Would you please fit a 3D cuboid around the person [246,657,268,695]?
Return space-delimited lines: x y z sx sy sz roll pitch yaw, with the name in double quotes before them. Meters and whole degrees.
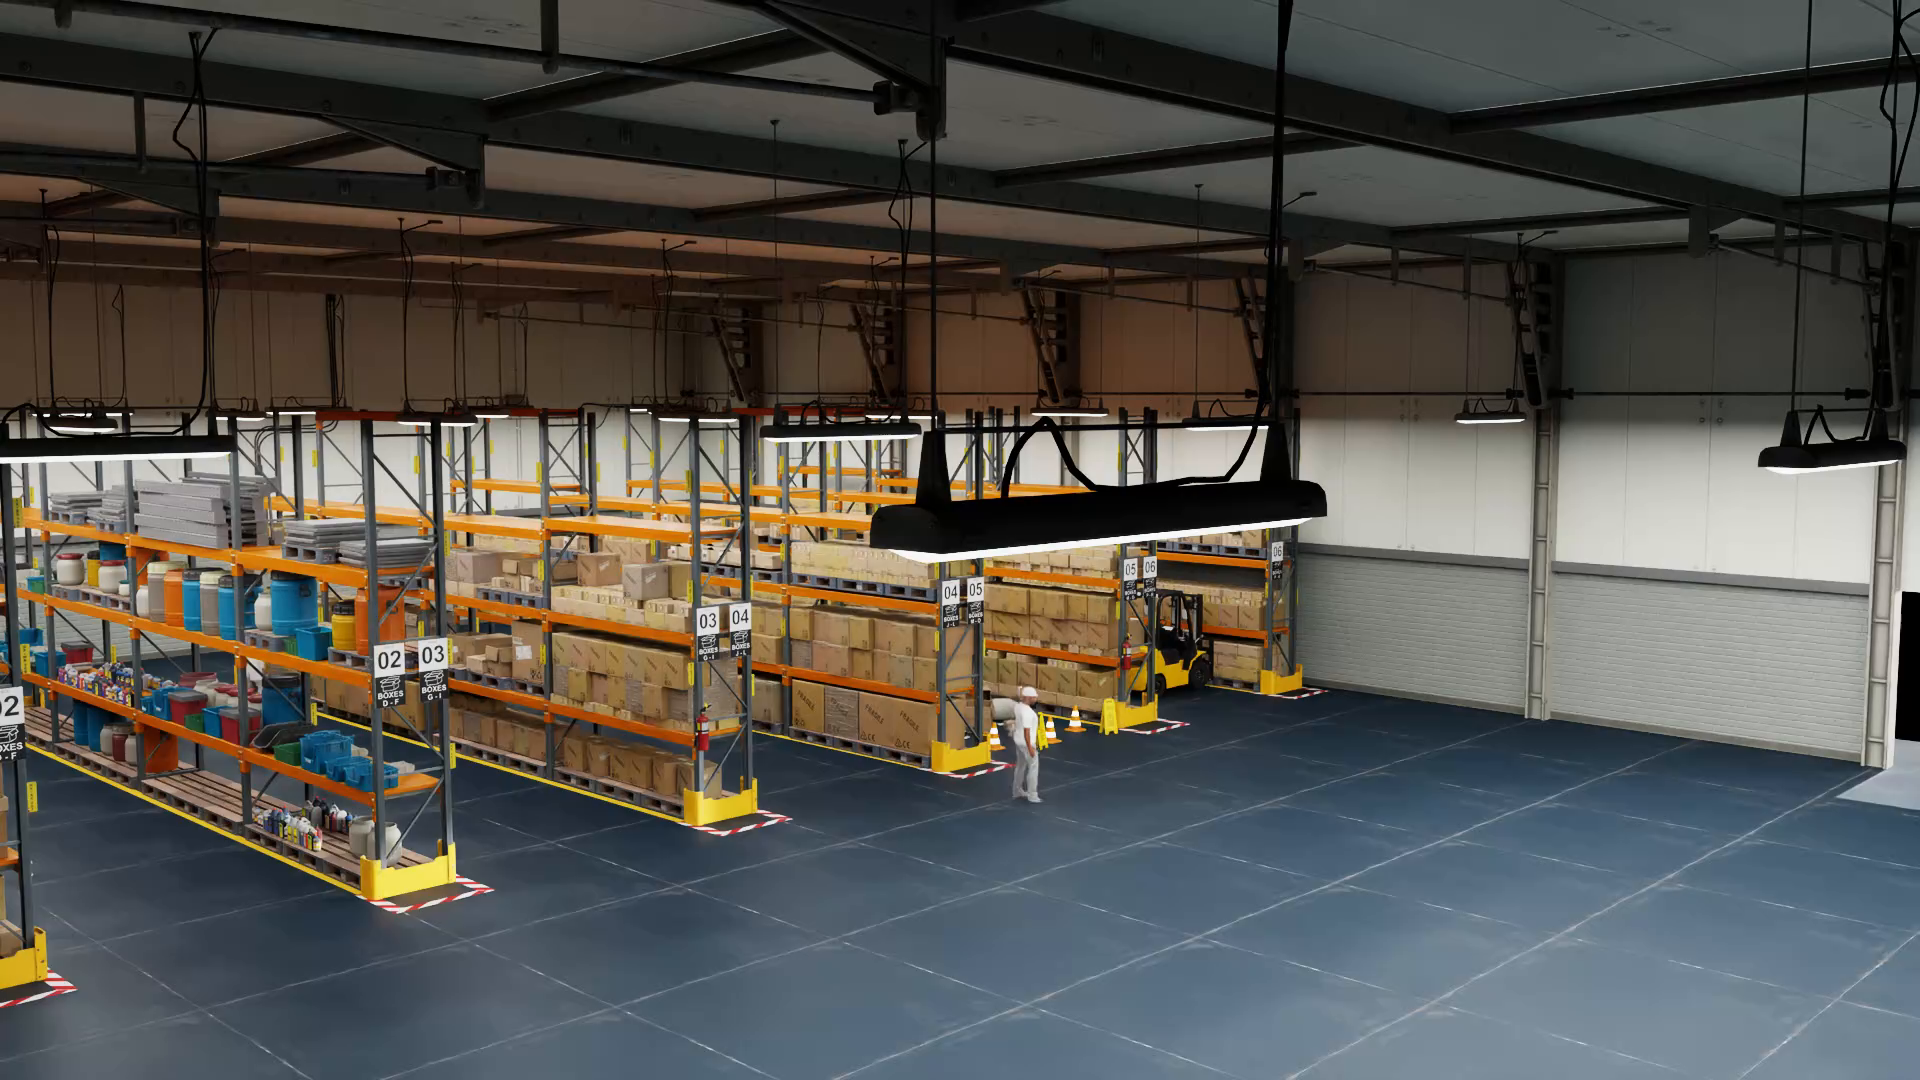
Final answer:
"person" -13.835 2.524 32.808 0.653 1.781 0.447 5 7 42

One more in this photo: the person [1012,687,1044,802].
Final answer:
"person" 1.060 3.183 25.951 0.442 1.810 0.601 -1 5 -16
